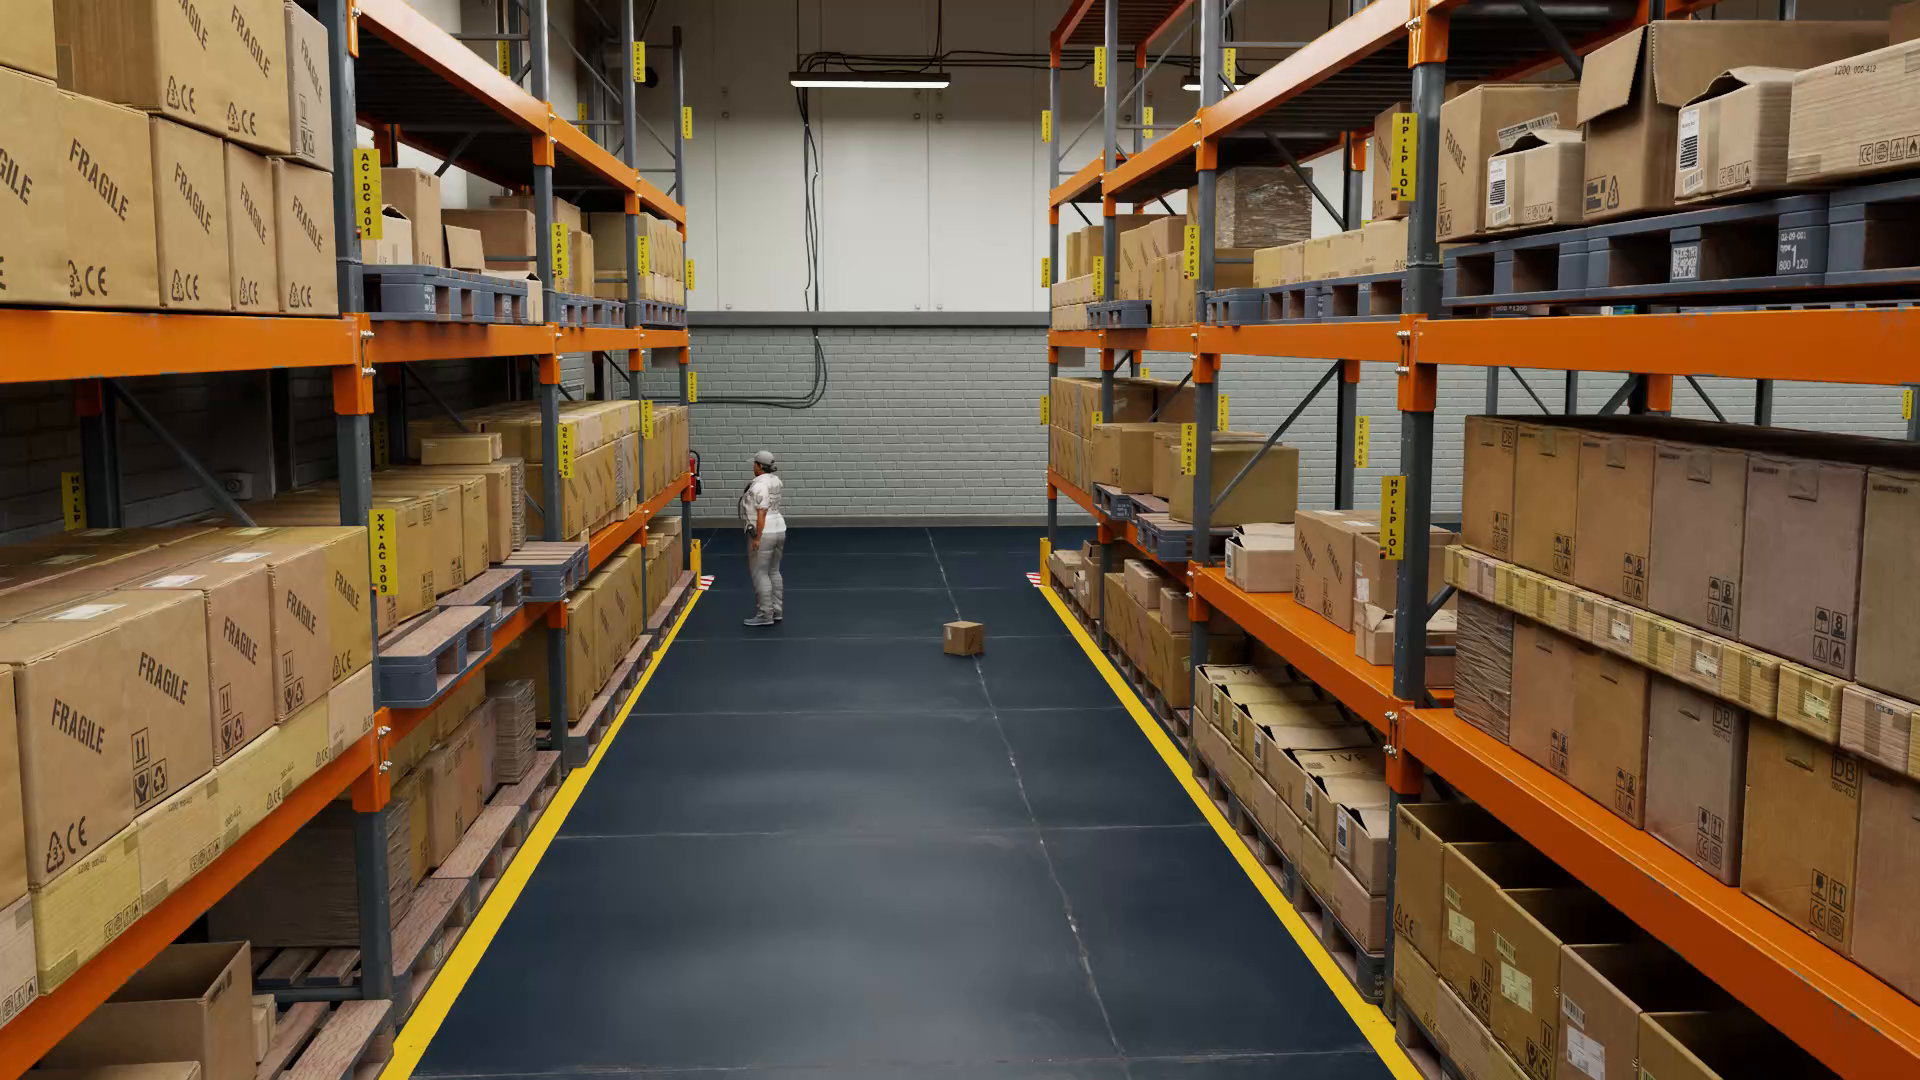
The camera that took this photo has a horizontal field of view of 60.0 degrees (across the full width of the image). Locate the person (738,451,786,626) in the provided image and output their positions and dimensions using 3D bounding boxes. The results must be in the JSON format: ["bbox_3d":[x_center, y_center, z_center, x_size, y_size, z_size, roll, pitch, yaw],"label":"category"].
[{"bbox_3d":[-1.881,-0.024,15.946,0.392,1.669,0.480,2,7,15],"label":"person"}]
